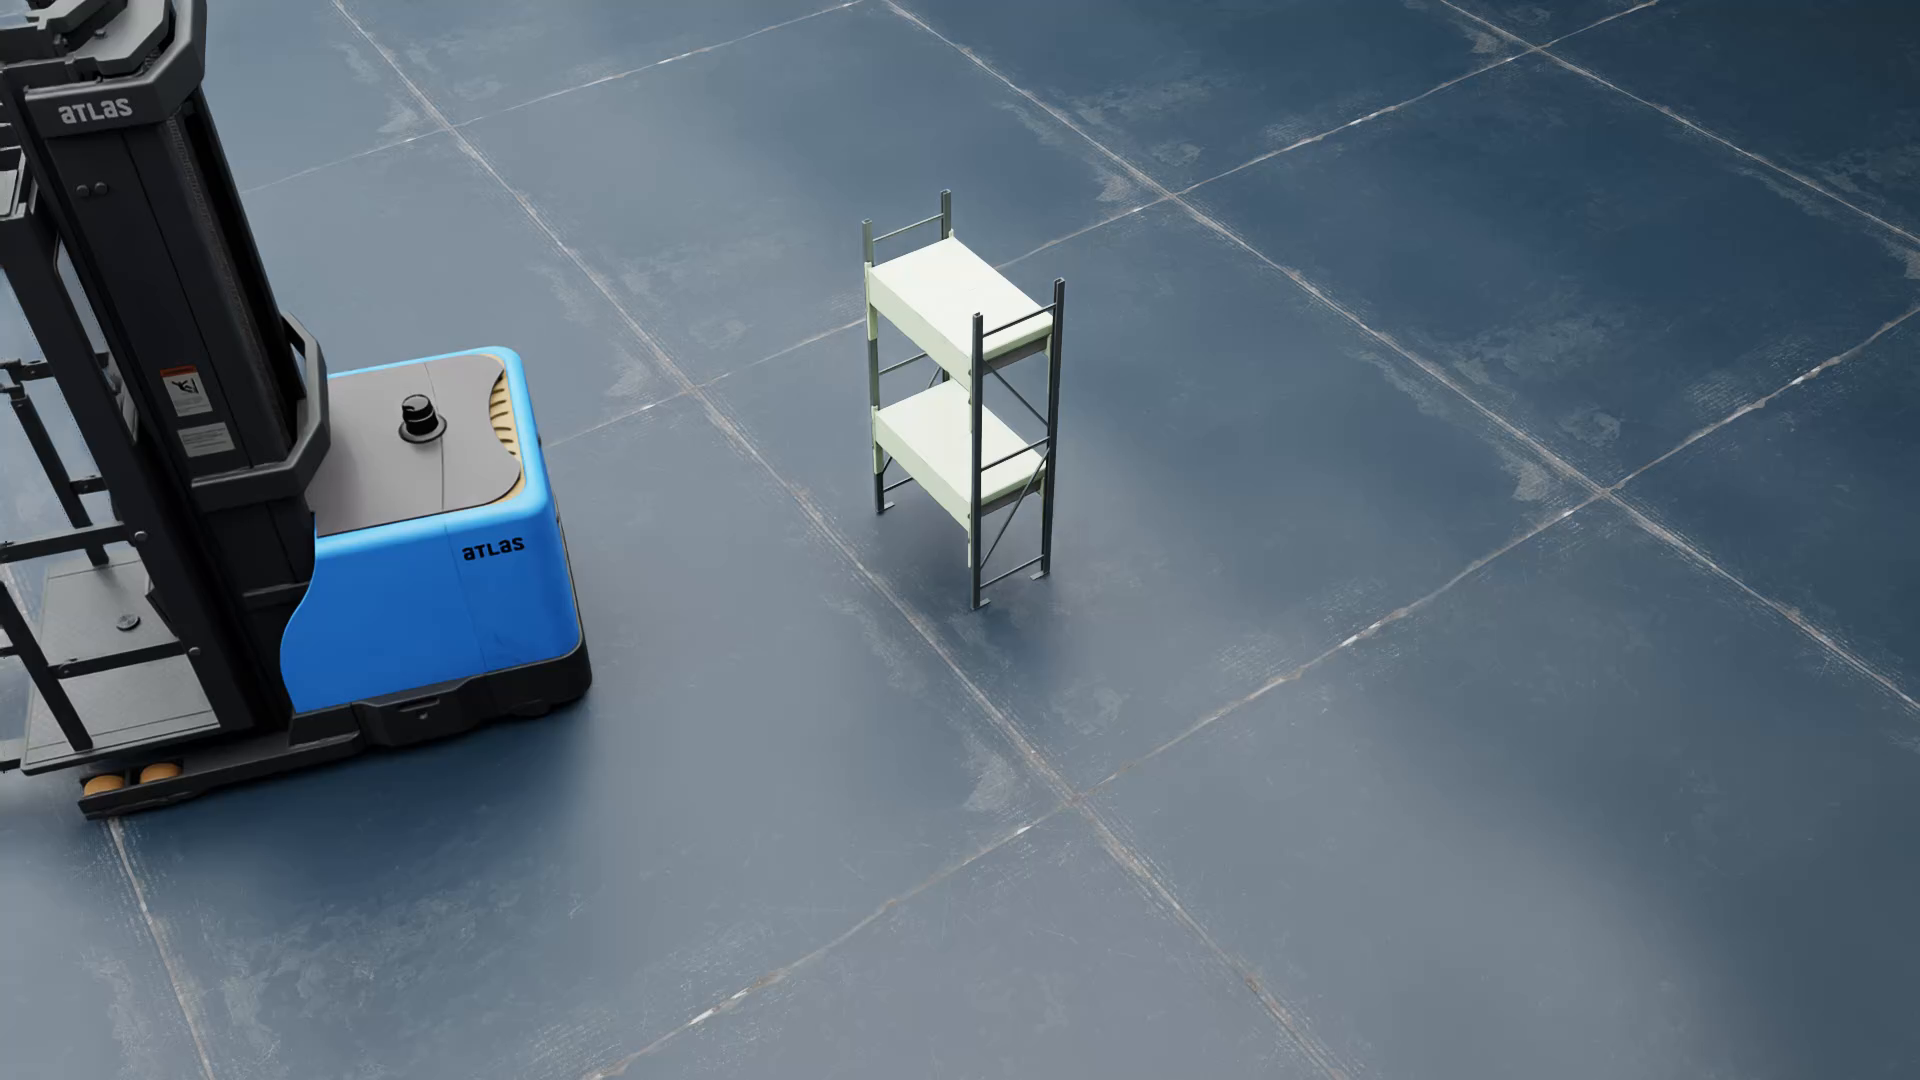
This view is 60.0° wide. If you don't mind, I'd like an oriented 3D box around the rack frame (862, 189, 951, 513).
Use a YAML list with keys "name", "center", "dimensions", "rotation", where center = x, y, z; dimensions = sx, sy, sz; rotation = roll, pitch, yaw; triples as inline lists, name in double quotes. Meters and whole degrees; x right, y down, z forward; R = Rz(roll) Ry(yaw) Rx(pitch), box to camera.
- name: "rack frame"
  center: [-0.206, -0.746, 6.936]
  dimensions: [0.400, 1.500, 0.023]
  rotation: [-26, 49, -24]

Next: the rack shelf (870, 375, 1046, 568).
- name: "rack shelf"
  center: [0.004, -0.303, 6.944]
  dimensions: [0.431, 0.370, 0.720]
  rotation: [-26, 49, -24]

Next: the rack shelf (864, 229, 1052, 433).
- name: "rack shelf"
  center: [0.004, -0.821, 6.450]
  dimensions: [0.431, 0.370, 0.720]
  rotation: [-26, 49, -24]

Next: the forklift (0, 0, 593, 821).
- name: "forklift"
  center: [-3.025, -0.441, 5.580]
  dimensions: [3.031, 2.935, 1.130]
  rotation: [-12, 45, -12]

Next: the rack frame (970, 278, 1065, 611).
- name: "rack frame"
  center: [0.213, -0.331, 6.502]
  dimensions: [0.400, 1.500, 0.023]
  rotation: [-26, 49, -24]

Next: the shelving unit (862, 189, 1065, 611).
- name: "shelving unit"
  center: [0.004, -0.539, 6.719]
  dimensions: [0.431, 1.500, 0.755]
  rotation: [-26, 49, -24]
